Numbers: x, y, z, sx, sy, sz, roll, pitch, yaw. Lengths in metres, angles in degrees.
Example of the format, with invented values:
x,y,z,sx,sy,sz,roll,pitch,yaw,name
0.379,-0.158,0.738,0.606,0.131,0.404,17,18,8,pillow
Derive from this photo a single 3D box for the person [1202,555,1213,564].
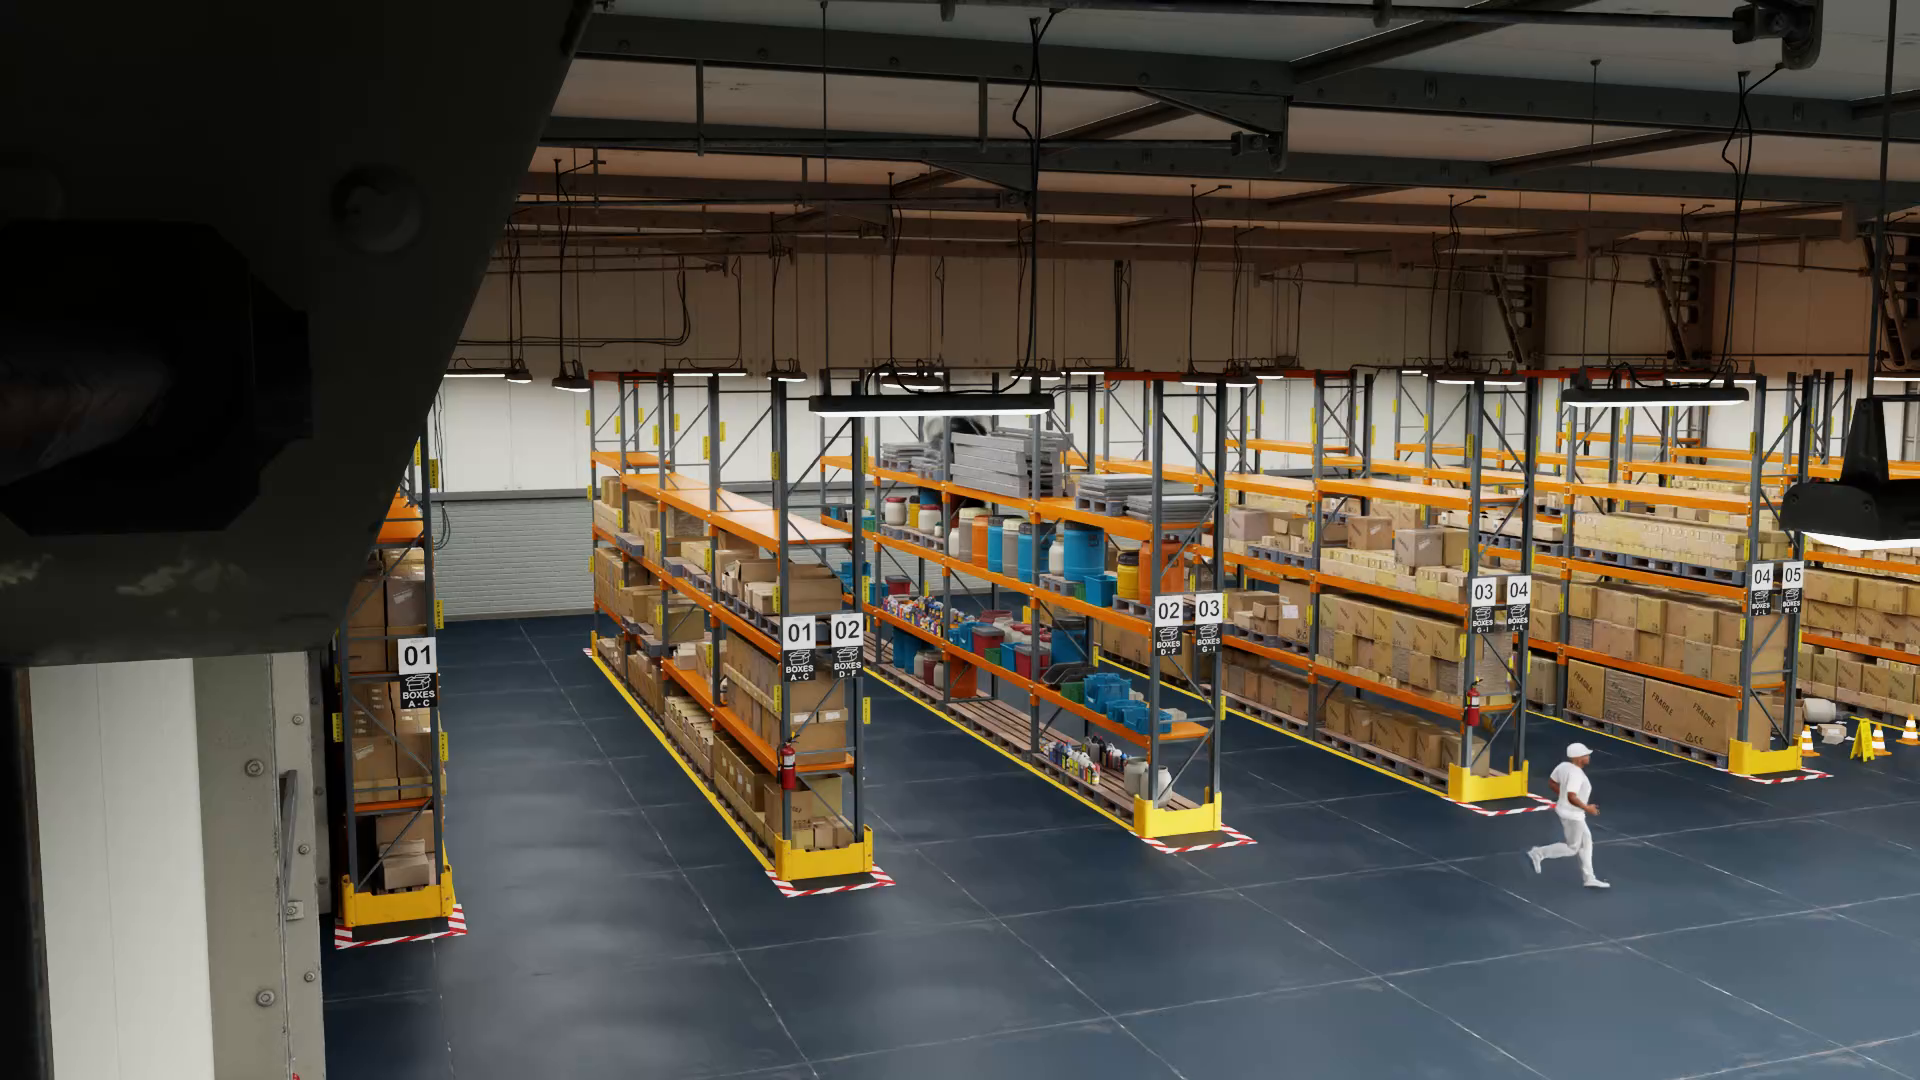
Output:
x,y,z,sx,sy,sz,roll,pitch,yaw,name
6.000,0.894,40.874,0.856,1.804,0.724,-6,9,-42,person

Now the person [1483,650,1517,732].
x,y,z,sx,sy,sz,roll,pitch,yaw,name
9.025,2.375,27.771,0.701,1.718,0.594,-3,7,-27,person

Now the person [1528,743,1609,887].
x,y,z,sx,sy,sz,roll,pitch,yaw,name
7.254,3.273,19.792,0.964,1.742,0.704,1,6,8,person
